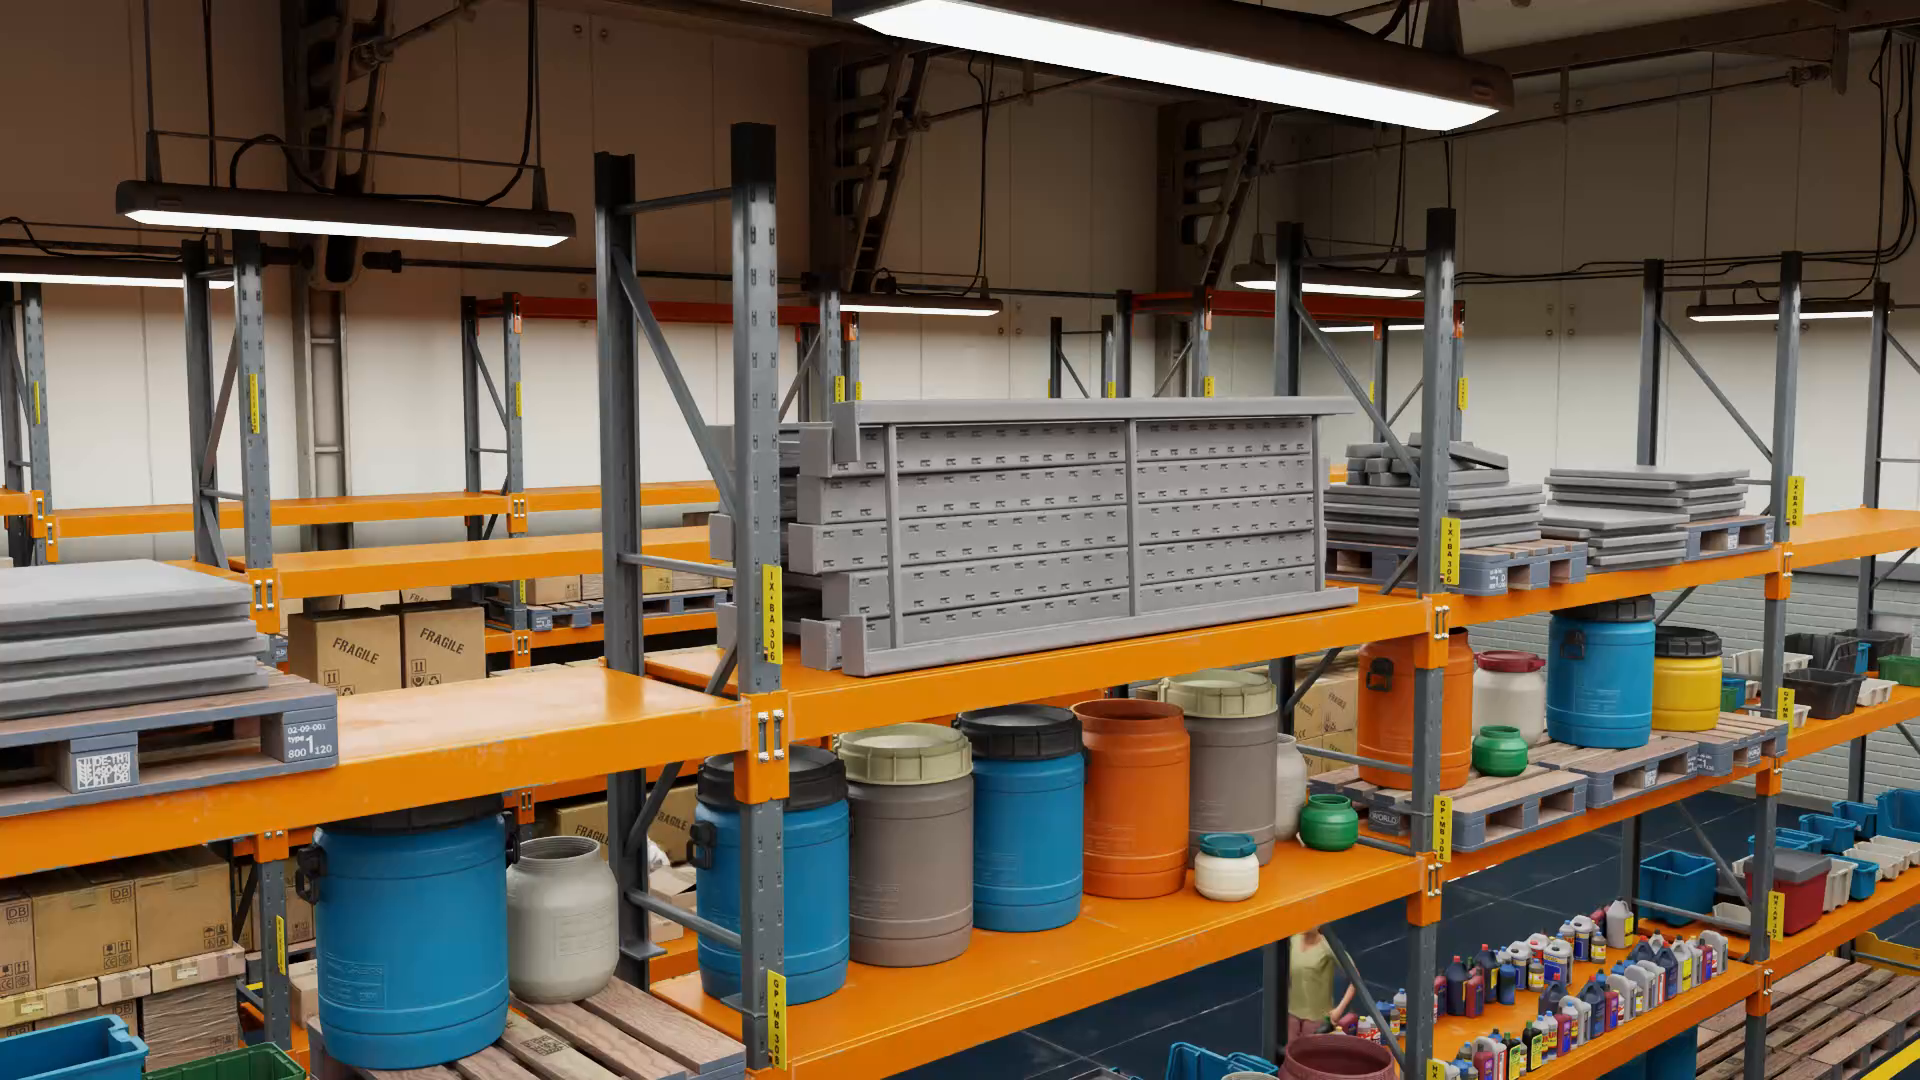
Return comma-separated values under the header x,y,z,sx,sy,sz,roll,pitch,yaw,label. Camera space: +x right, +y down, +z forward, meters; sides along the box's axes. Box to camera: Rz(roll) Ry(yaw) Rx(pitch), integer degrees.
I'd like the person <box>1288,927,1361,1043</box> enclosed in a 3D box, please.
x,y,z,sx,sy,sz,roll,pitch,yaw,label
2.448,3.269,11.477,0.577,1.624,0.625,-5,7,-40,person

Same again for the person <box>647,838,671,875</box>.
x,y,z,sx,sy,sz,roll,pitch,yaw,label
-2.604,3.016,13.586,0.726,1.775,0.690,-5,7,-43,person
